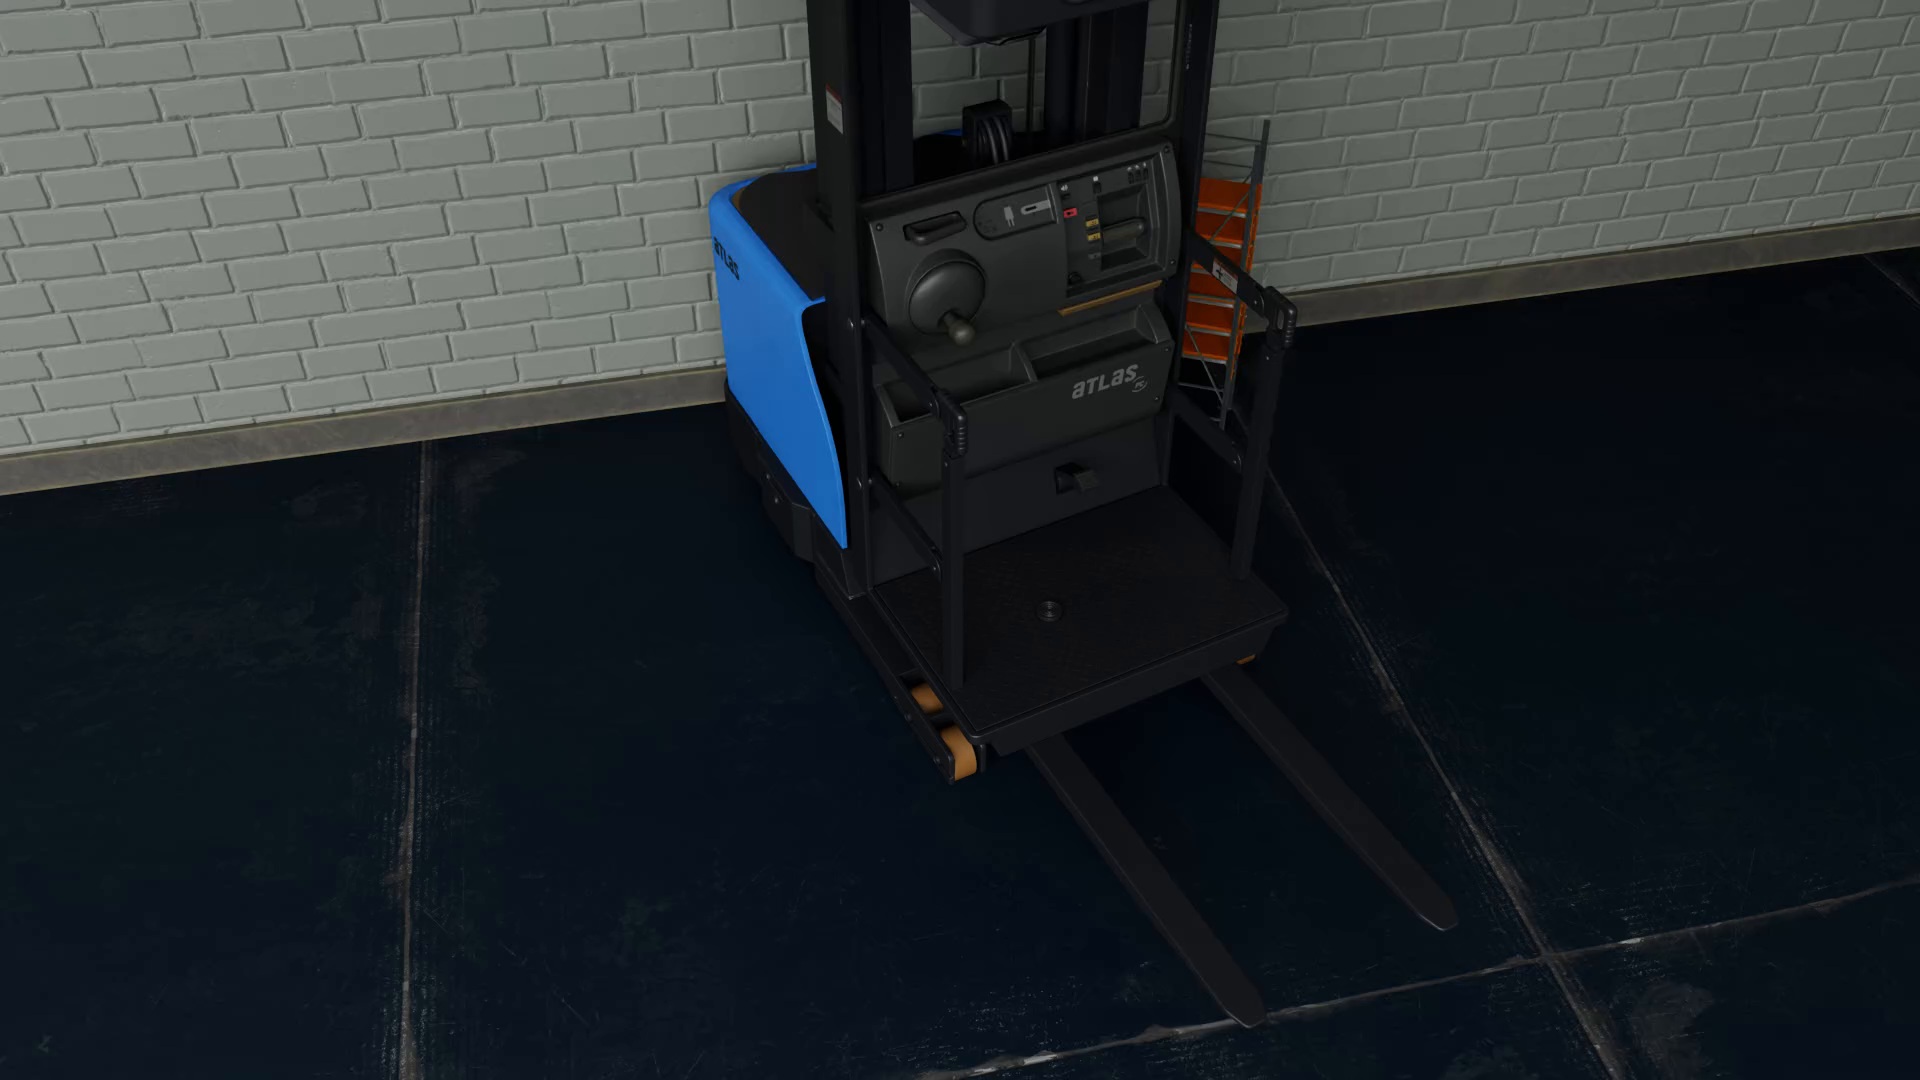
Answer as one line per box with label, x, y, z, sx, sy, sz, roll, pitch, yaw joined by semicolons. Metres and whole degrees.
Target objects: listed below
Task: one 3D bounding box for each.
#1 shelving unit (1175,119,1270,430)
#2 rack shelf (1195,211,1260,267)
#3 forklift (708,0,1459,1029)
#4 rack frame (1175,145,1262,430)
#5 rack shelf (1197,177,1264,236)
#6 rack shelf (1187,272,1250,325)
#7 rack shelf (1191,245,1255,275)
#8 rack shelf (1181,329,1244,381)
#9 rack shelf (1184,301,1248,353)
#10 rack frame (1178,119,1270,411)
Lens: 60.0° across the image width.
shelving unit;0.887;-0.905;5.866;0.258;1.200;0.189;11;43;12
rack shelf;0.887;-1.052;5.736;0.258;0.103;0.180;11;43;12
forklift;0.293;-0.726;4.360;1.130;2.935;3.031;-19;45;-20
rack frame;0.861;-0.847;5.800;0.240;1.200;0.006;11;43;12
rack shelf;0.887;-1.141;5.657;0.258;0.103;0.180;11;43;12
rack shelf;0.887;-0.872;5.896;0.258;0.103;0.180;11;43;12
rack shelf;0.887;-0.962;5.816;0.258;0.103;0.180;11;43;12
rack shelf;0.887;-0.693;6.055;0.258;0.103;0.180;11;43;12
rack shelf;0.887;-0.782;5.975;0.258;0.103;0.180;11;43;12
rack frame;0.913;-0.964;5.932;0.240;1.200;0.006;11;43;12
